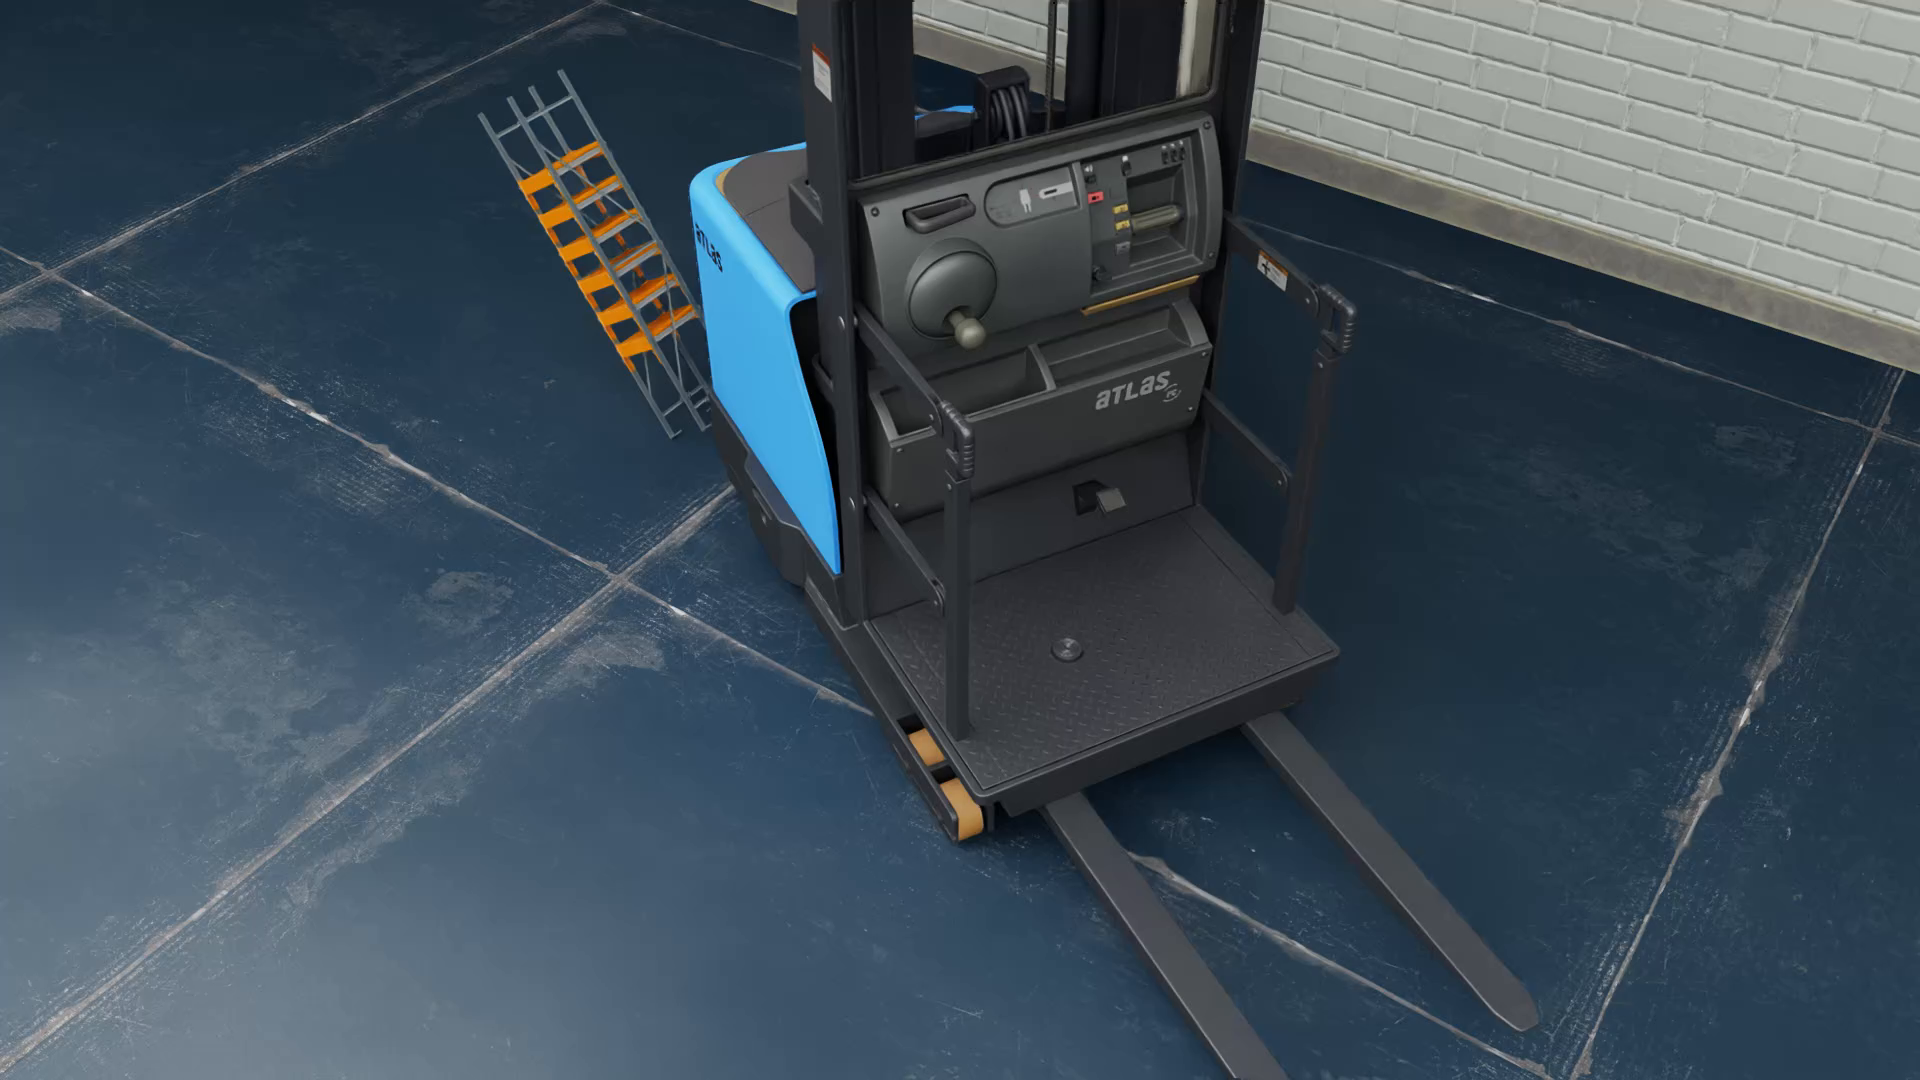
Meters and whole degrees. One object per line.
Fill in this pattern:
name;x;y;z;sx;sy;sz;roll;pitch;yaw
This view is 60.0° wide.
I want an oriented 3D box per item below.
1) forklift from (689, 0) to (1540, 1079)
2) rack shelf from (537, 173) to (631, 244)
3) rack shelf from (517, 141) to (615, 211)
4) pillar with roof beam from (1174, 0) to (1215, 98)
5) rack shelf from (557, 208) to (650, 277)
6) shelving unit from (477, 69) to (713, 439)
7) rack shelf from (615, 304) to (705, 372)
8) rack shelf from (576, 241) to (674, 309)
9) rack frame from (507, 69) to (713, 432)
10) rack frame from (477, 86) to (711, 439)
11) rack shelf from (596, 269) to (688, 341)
forklift;0.312;-0.647;3.775;1.130;2.935;3.031;-19;45;-20
rack shelf;-1.204;-1.075;5.369;0.180;0.103;0.258;-7;28;46
rack shelf;-1.258;-1.175;5.329;0.180;0.103;0.258;-7;28;46
pillar with roof beam;-1.624;-2.694;1.513;0.400;9.000;9.100;25;48;25
rack shelf;-1.150;-0.975;5.409;0.180;0.103;0.258;-7;28;46
shelving unit;-1.116;-0.913;5.434;0.189;1.200;0.258;-7;28;46
rack shelf;-0.988;-0.677;5.528;0.180;0.103;0.258;-7;28;46
rack shelf;-1.096;-0.876;5.449;0.180;0.103;0.258;-7;28;46
rack frame;-1.052;-0.921;5.369;0.006;1.200;0.240;-7;28;46
rack frame;-1.179;-0.904;5.499;0.006;1.200;0.240;-7;28;46
rack shelf;-1.042;-0.776;5.488;0.180;0.103;0.258;-7;28;46
